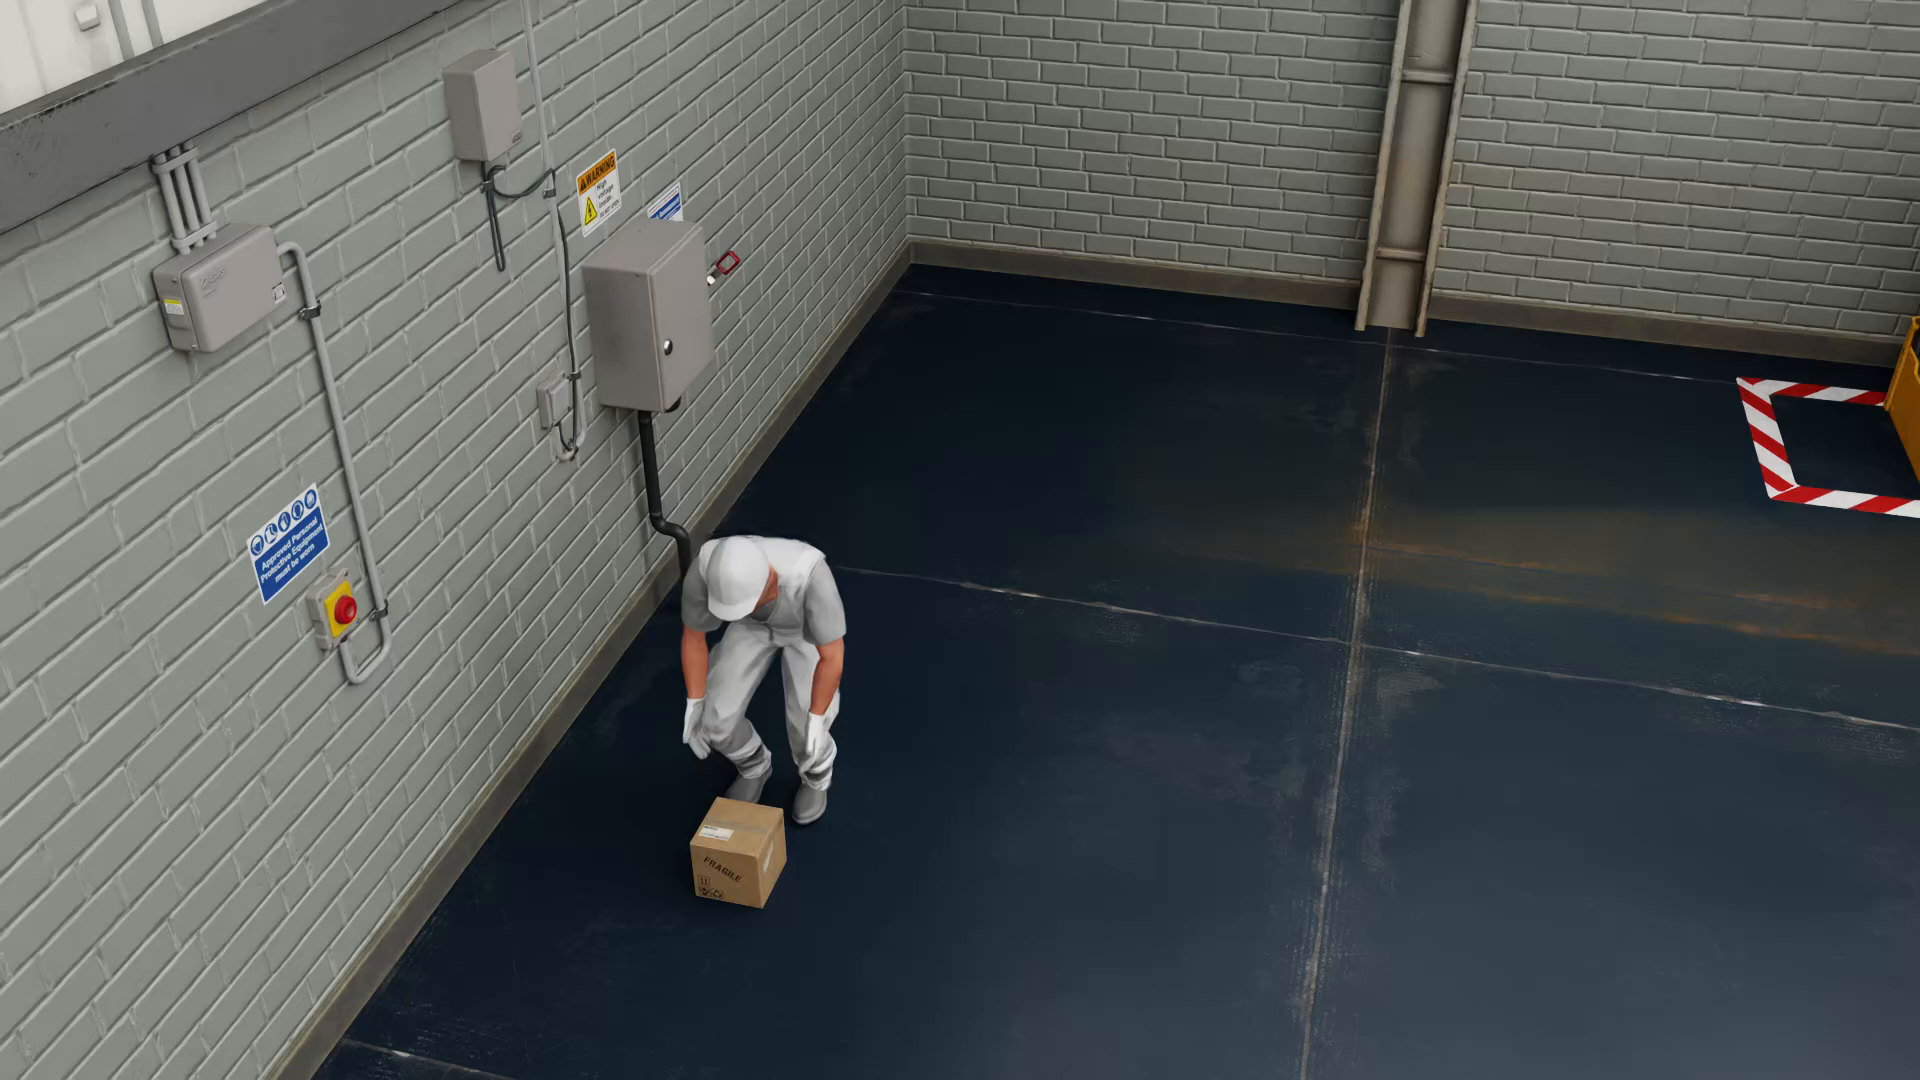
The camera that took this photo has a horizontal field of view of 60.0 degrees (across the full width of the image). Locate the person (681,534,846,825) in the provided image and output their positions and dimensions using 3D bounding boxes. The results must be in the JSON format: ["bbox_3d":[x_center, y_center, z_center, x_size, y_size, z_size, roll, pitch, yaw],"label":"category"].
[{"bbox_3d":[-0.649,0.437,5.839,0.584,1.351,0.795,8,33,12],"label":"person"}]
